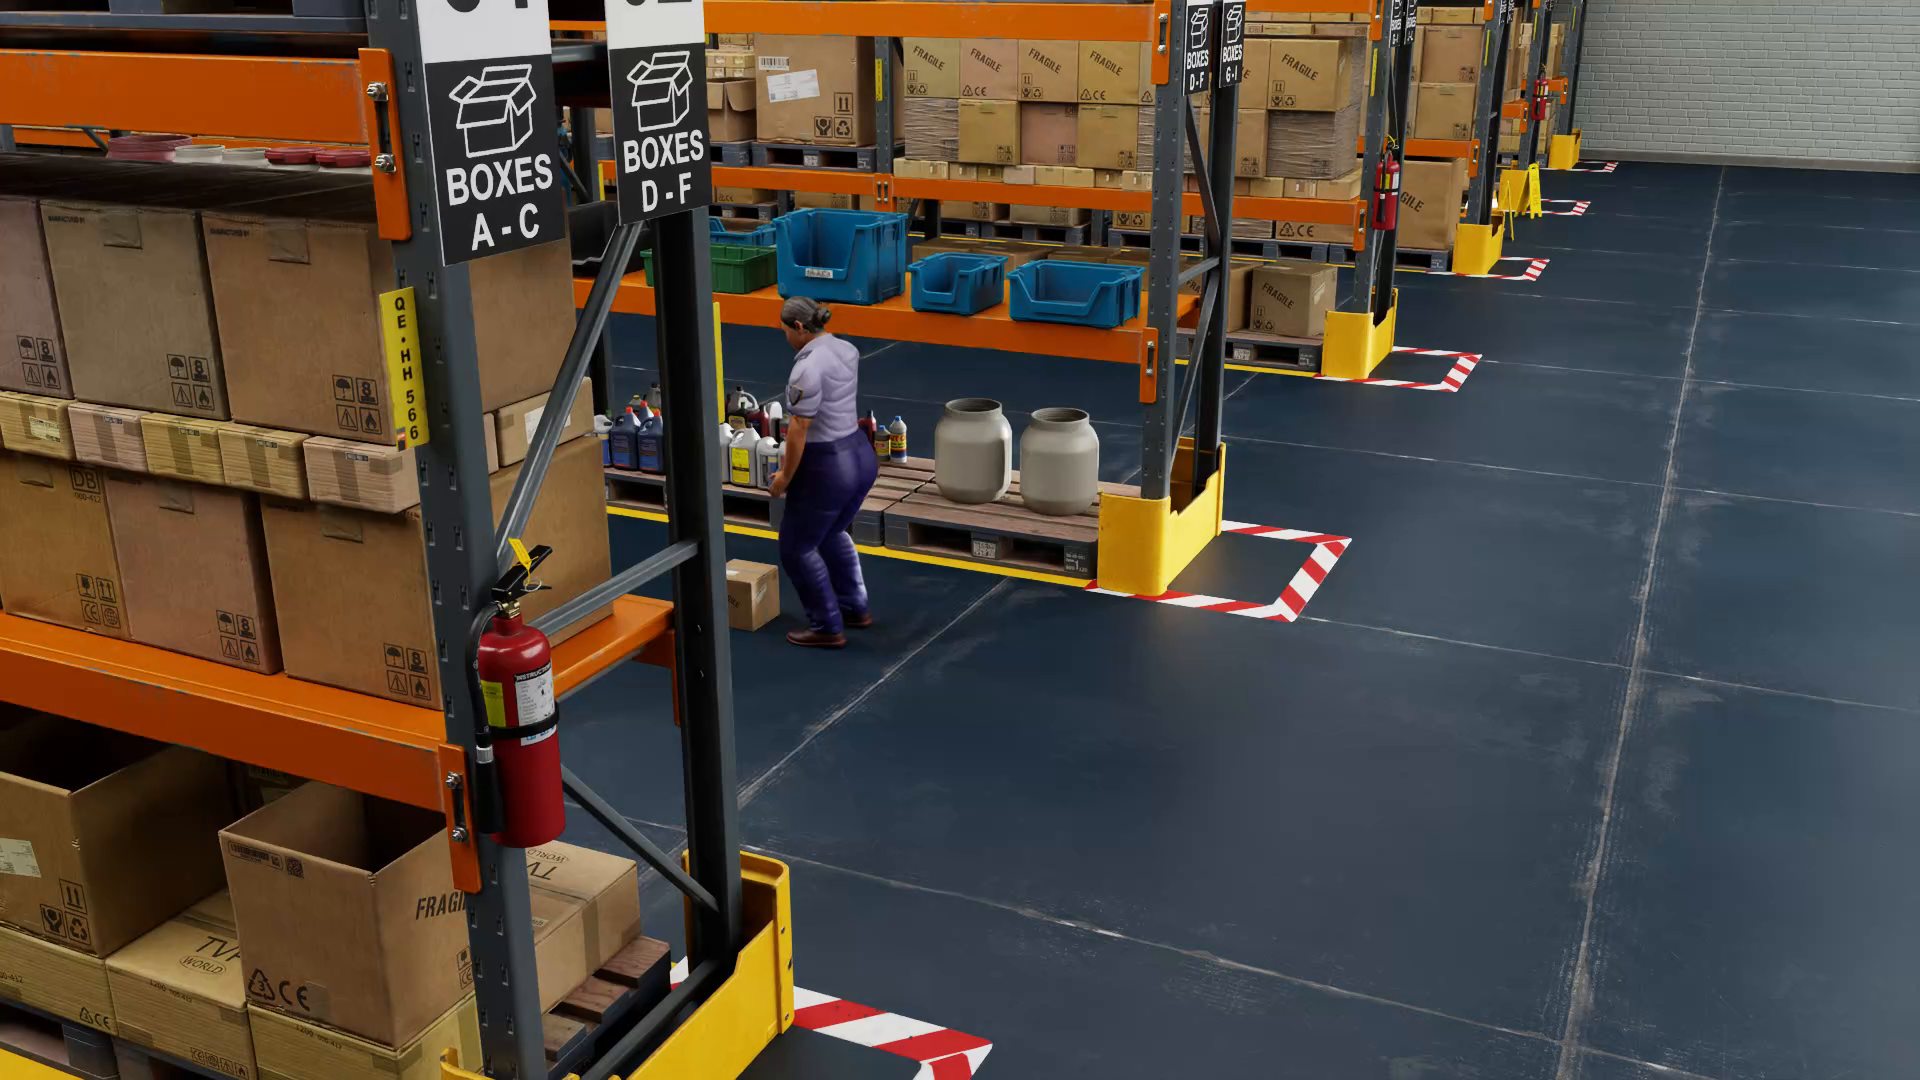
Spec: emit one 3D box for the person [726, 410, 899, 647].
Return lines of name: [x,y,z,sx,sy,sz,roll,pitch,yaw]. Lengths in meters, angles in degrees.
person: [-0.696,-0.060,7.666,0.785,1.060,0.536,8,21,23]
